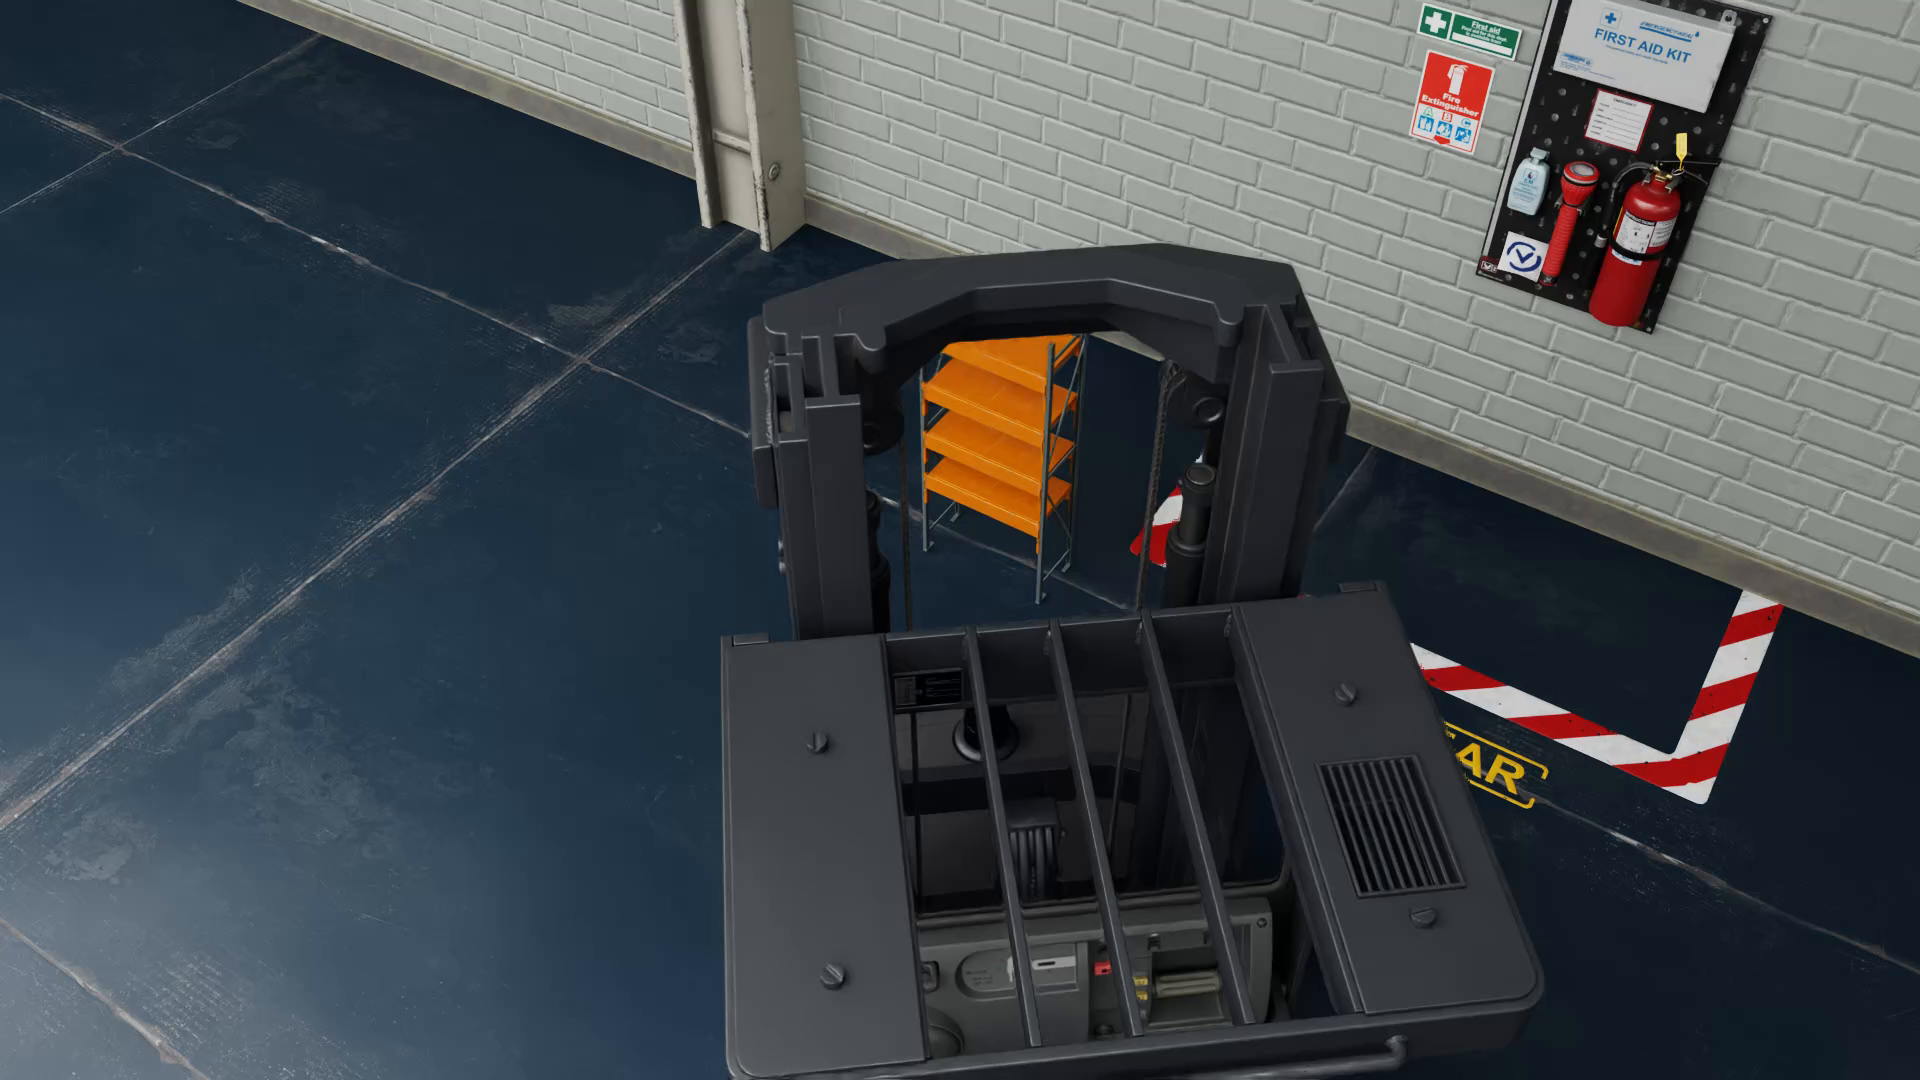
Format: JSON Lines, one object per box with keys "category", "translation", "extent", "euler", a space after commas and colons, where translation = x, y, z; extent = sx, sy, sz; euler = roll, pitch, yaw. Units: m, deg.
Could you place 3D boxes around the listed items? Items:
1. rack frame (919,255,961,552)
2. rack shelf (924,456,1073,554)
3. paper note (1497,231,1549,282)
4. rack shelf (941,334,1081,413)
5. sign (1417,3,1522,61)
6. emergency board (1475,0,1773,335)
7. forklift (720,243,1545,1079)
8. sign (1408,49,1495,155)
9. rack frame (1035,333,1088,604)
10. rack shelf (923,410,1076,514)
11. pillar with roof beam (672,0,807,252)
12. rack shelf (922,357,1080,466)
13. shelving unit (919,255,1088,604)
{"category": "rack frame", "translation": [-0.066, -0.449, 5.849], "extent": [0.015, 1.200, 0.240], "euler": [25, 51, 22]}
{"category": "rack shelf", "translation": [0.139, -0.169, 5.948], "extent": [0.480, 0.148, 0.258], "euler": [25, 51, 22]}
{"category": "paper note", "translation": [1.936, -0.974, 5.719], "extent": [0.142, 0.148, 0.016], "euler": [25, 51, 22]}
{"category": "rack shelf", "translation": [0.139, -0.628, 5.476], "extent": [0.480, 0.148, 0.258], "euler": [25, 51, 22]}
{"category": "sign", "translation": [1.637, -1.637, 5.355], "extent": [0.331, 0.109, 0.001], "euler": [25, 51, 22]}
{"category": "emergency board", "translation": [2.048, -1.171, 5.296], "extent": [0.643, 1.169, 0.194], "euler": [25, 51, 22]}
{"category": "forklift", "translation": [0.193, 1.041, 3.194], "extent": [1.130, 2.935, 3.031], "euler": [-5, 46, -5]}
{"category": "sign", "translation": [1.638, -1.460, 5.552], "extent": [0.234, 0.329, 0.001], "euler": [25, 51, 22]}
{"category": "rack frame", "translation": [0.345, -0.260, 5.666], "extent": [0.015, 1.200, 0.240], "euler": [25, 51, 22]}
{"category": "rack shelf", "translation": [0.139, -0.307, 5.806], "extent": [0.480, 0.148, 0.258], "euler": [25, 51, 22]}
{"category": "pillar with roof beam", "translation": [-3.267, -2.006, 1.924], "extent": [0.400, 9.000, 9.100], "euler": [25, 51, 22]}
{"category": "rack shelf", "translation": [0.139, -0.463, 5.645], "extent": [0.480, 0.148, 0.258], "euler": [25, 51, 22]}
{"category": "shelving unit", "translation": [0.139, -0.354, 5.757], "extent": [0.503, 1.200, 0.258], "euler": [25, 51, 22]}
